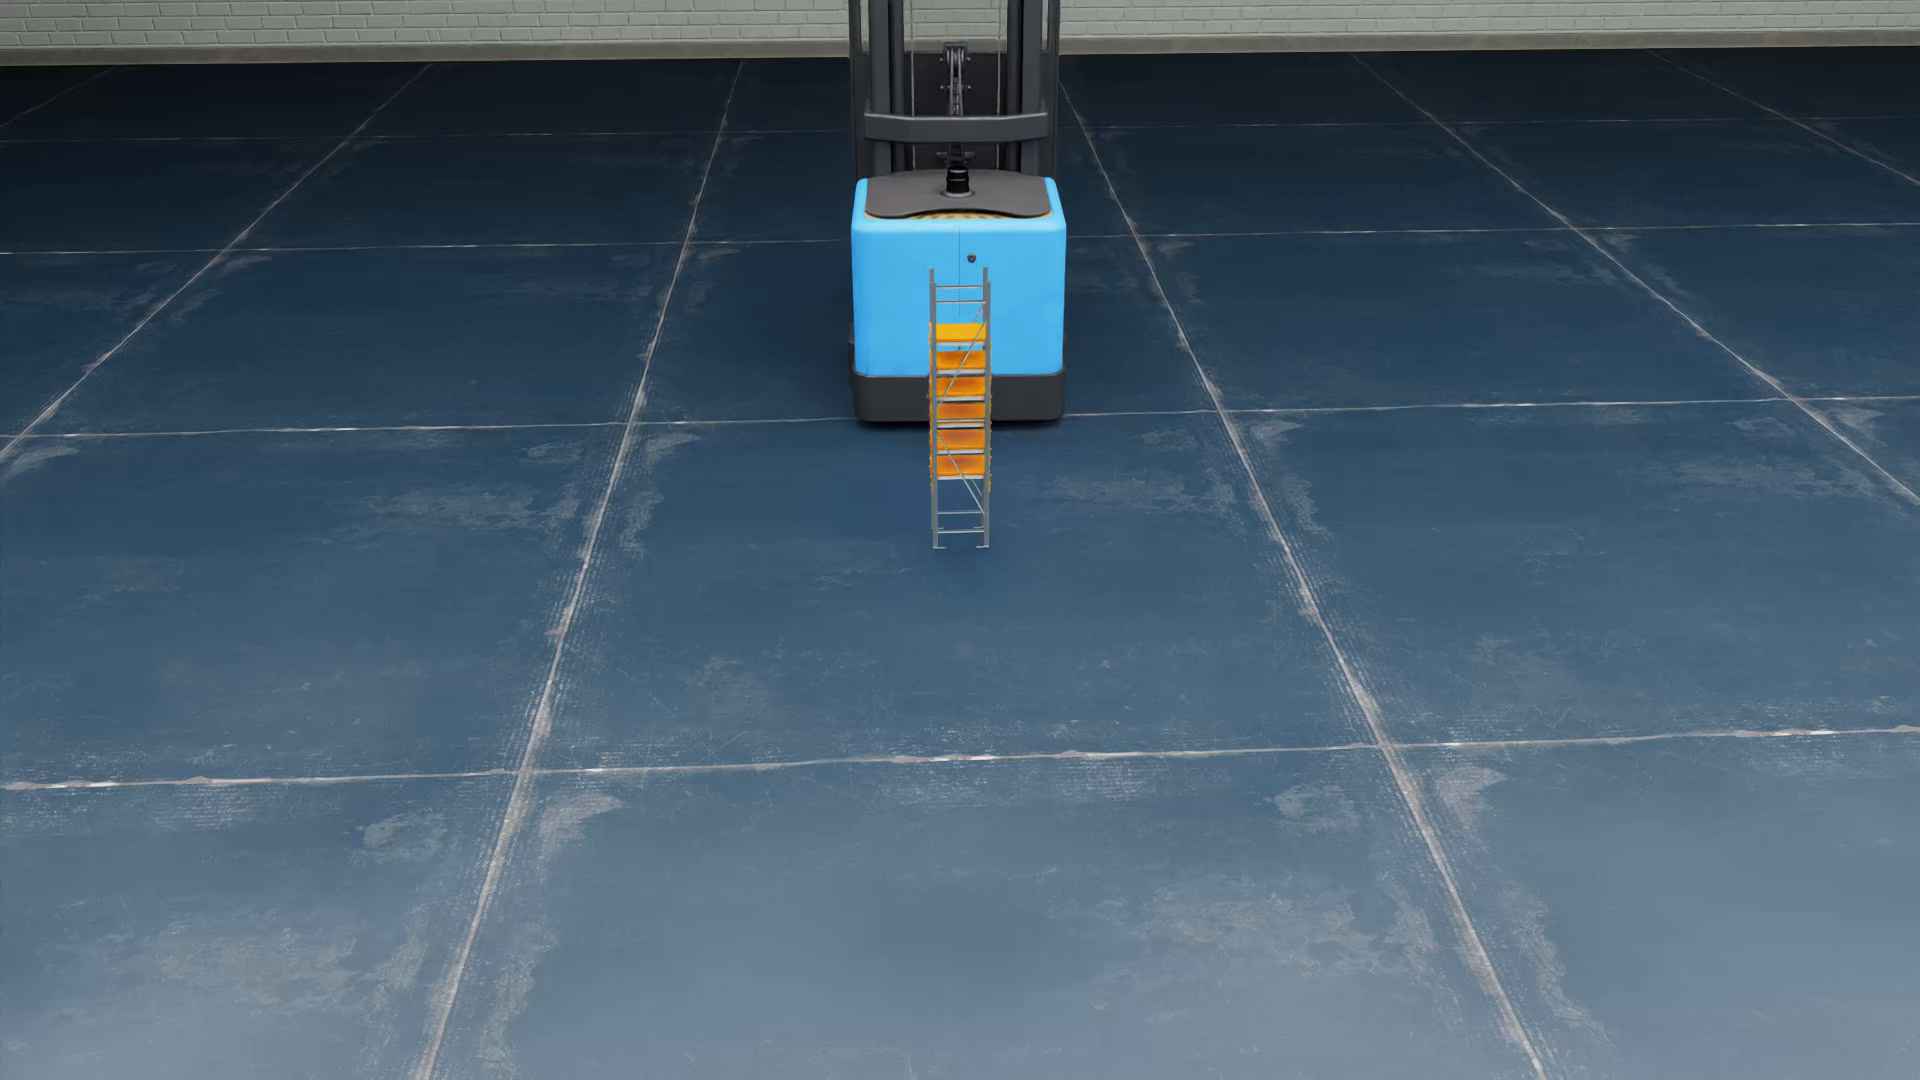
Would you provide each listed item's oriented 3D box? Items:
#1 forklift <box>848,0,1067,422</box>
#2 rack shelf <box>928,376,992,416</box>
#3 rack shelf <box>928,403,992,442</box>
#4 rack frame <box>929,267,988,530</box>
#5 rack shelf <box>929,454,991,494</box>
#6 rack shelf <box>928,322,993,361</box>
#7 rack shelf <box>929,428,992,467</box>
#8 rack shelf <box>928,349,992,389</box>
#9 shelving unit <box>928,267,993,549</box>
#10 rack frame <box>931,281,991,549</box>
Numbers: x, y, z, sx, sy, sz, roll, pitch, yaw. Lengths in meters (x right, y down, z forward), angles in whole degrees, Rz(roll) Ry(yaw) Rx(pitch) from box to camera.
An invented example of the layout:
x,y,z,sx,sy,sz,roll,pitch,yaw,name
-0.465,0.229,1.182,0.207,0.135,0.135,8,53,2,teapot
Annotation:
x,y,z,sx,sy,sz,roll,pitch,yaw,name
-0.035,-2.524,8.919,1.130,2.935,3.031,-1,28,-1,forklift
-0.001,-0.606,6.950,0.258,0.103,0.180,-1,28,-3,rack shelf
-0.001,-0.499,7.006,0.258,0.103,0.180,-1,28,-3,rack shelf
-0.006,-0.581,7.066,0.240,1.200,0.006,-1,28,-3,rack frame
-0.001,-0.286,7.117,0.258,0.103,0.180,-1,28,-3,rack shelf
-0.001,-0.818,6.839,0.258,0.103,0.180,-1,28,-3,rack shelf
-0.001,-0.393,7.061,0.258,0.103,0.180,-1,28,-3,rack shelf
-0.001,-0.712,6.895,0.258,0.103,0.180,-1,28,-3,rack shelf
-0.001,-0.539,6.985,0.258,1.200,0.189,-1,28,-3,shelving unit
0.004,-0.496,6.904,0.240,1.200,0.006,-1,28,-3,rack frame
